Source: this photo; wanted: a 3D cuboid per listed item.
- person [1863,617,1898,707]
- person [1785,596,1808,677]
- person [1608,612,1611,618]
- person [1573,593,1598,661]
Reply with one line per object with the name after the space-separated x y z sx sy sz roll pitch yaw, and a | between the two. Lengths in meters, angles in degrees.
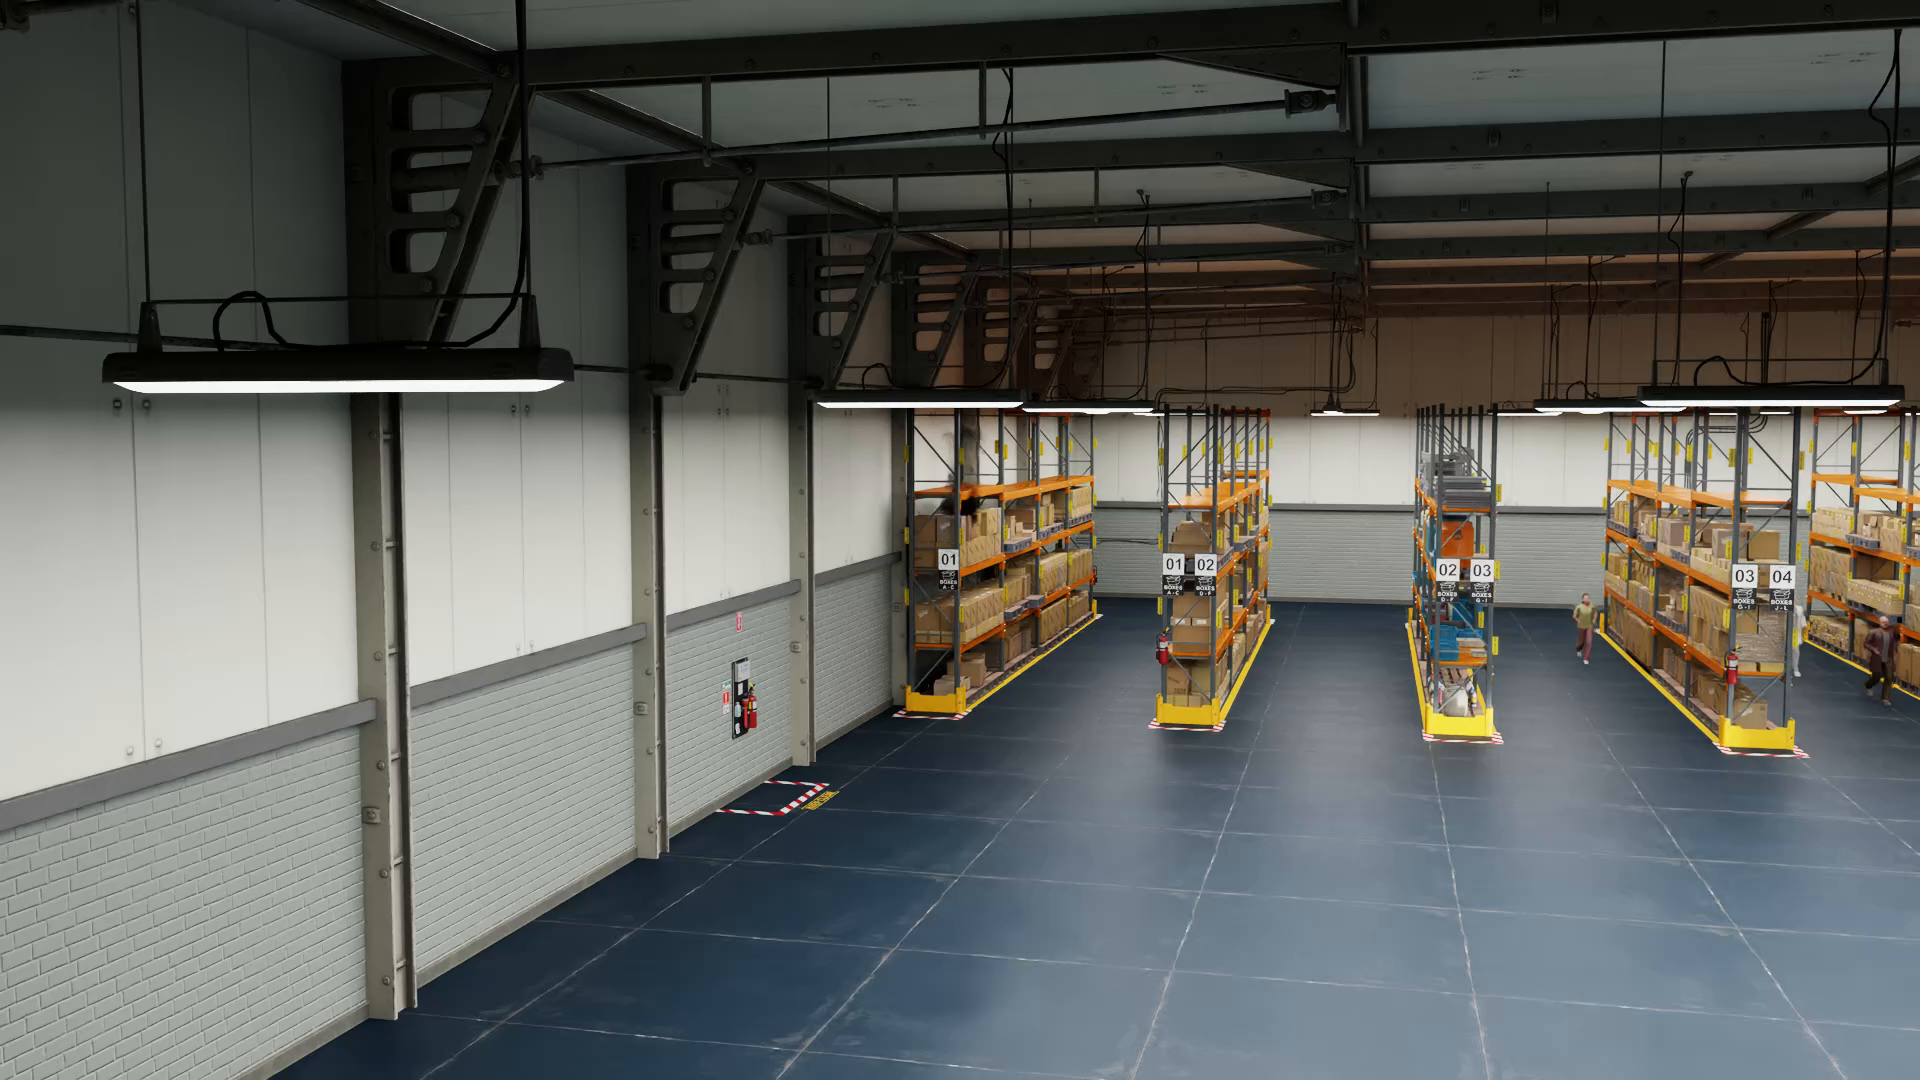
18.513 2.407 33.411 0.695 1.763 0.927 1 4 9 | person
18.619 2.120 37.287 0.733 1.791 0.925 0 4 2 | person
18.089 1.543 45.561 0.640 1.480 0.751 -4 5 -41 | person
14.664 2.022 39.017 0.566 1.569 0.769 1 4 11 | person
